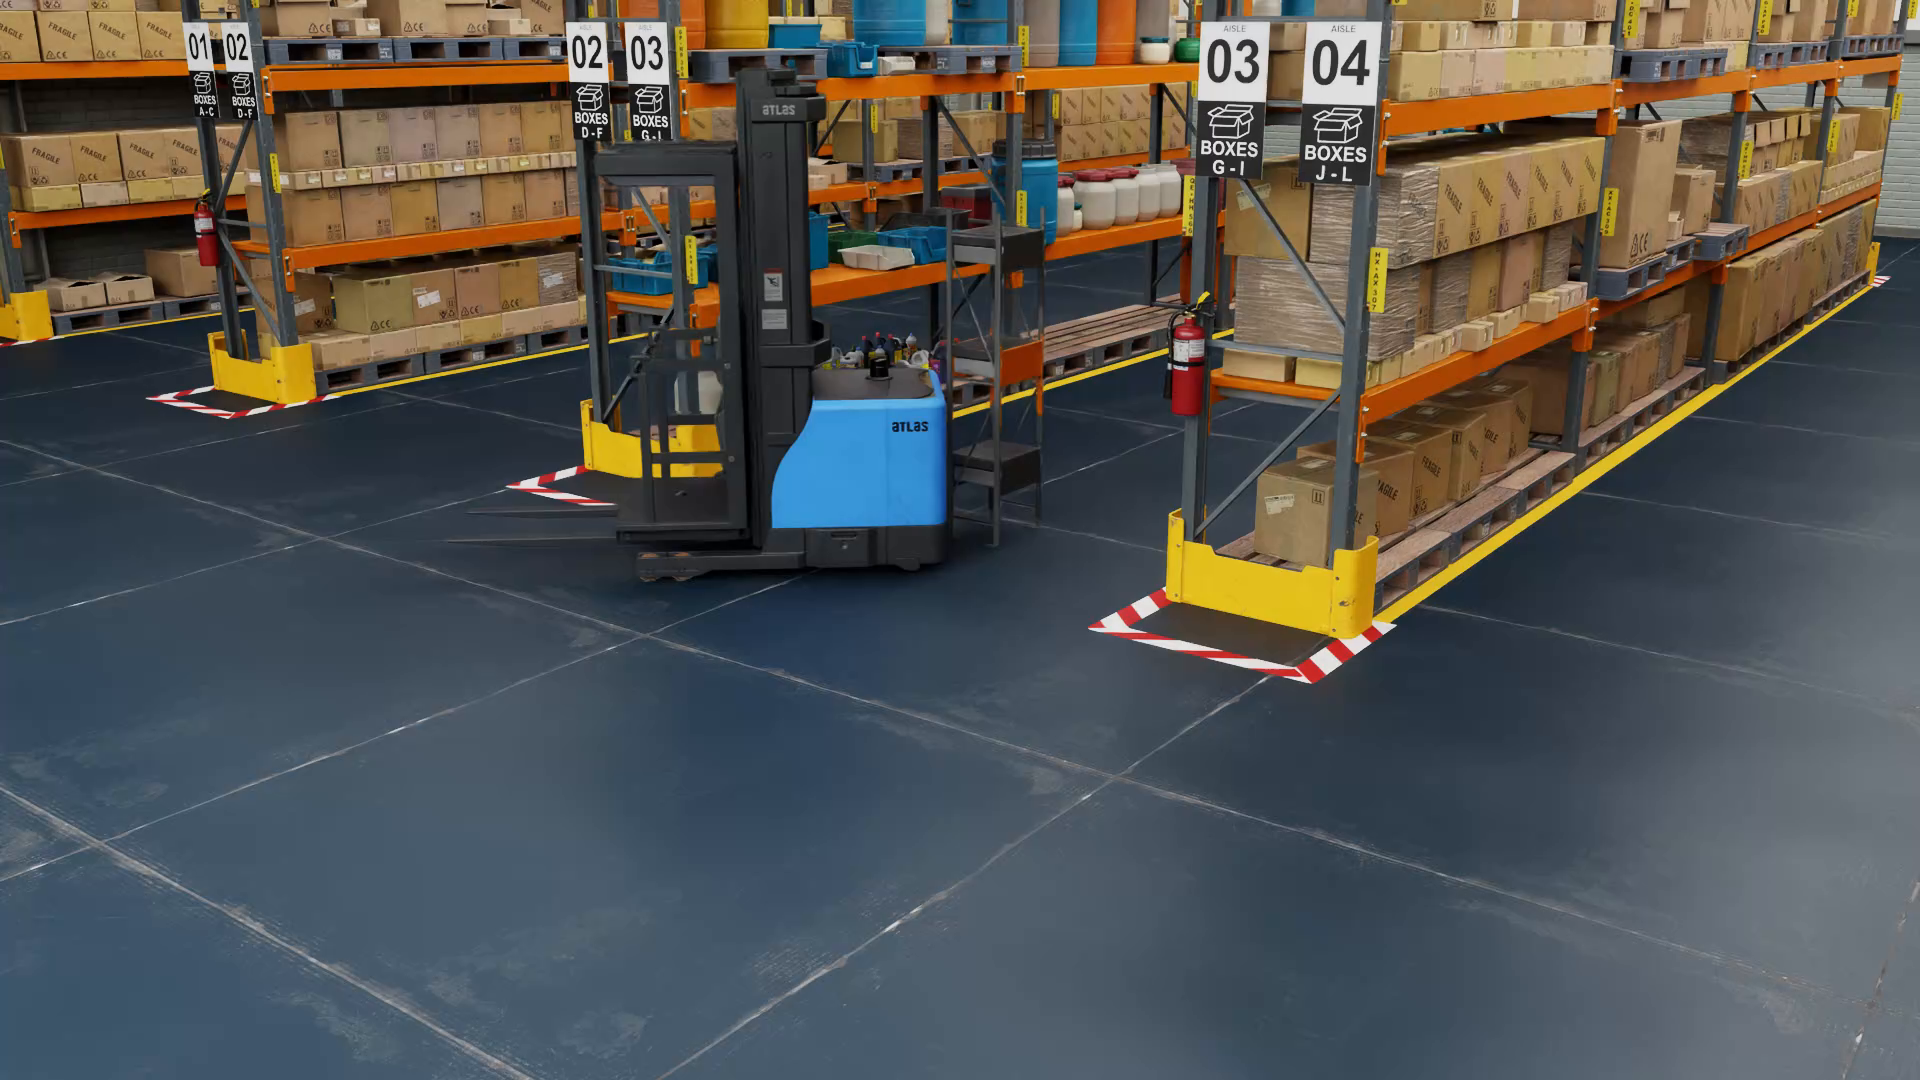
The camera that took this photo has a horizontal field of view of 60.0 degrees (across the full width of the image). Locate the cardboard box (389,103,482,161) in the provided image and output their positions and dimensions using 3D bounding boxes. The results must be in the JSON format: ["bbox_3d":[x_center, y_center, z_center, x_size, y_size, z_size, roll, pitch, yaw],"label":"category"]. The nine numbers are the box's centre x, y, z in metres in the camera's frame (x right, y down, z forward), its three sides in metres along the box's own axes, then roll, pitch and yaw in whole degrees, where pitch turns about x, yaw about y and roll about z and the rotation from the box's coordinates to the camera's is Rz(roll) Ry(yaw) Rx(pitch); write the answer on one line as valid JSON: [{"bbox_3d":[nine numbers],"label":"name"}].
[{"bbox_3d":[-5.031,-3.919,15.949,0.700,0.500,0.500,12,21,35],"label":"cardboard box"}]

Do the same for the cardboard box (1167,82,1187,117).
[{"bbox_3d":[3.231,-6.946,26.198,0.500,0.500,0.500,12,21,34],"label":"cardboard box"}]

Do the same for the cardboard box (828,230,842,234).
[{"bbox_3d":[-1.605,-3.657,20.443,0.500,0.311,0.500,13,22,36],"label":"cardboard box"}]

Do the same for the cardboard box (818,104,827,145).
[{"bbox_3d":[-2.752,-6.766,26.969,0.980,0.700,0.700,13,21,36],"label":"cardboard box"}]

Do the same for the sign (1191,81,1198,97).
[{"bbox_3d":[3.709,-7.176,26.309,0.100,0.325,0.005,12,21,35],"label":"sign"}]

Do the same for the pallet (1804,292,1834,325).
[{"bbox_3d":[9.362,-2.706,19.103,1.003,0.211,1.213,12,21,35],"label":"pallet"}]

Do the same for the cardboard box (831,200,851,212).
[{"bbox_3d":[-2.258,-5.783,27.814,0.700,0.500,0.500,12,21,34],"label":"cardboard box"}]

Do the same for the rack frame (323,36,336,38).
[{"bbox_3d":[-7.855,-7.456,19.581,1.000,3.000,0.127,12,21,35],"label":"rack frame"}]

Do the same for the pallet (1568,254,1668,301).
[{"bbox_3d":[4.651,-2.030,12.547,1.003,0.211,1.213,12,21,35],"label":"pallet"}]

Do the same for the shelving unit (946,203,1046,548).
[{"bbox_3d":[0.226,-1.047,10.573,0.431,2.100,0.503,12,21,34],"label":"shelving unit"}]

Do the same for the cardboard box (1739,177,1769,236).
[{"bbox_3d":[7.276,-3.157,15.683,0.500,0.500,0.500,12,21,33],"label":"cardboard box"}]

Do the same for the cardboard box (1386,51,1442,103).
[{"bbox_3d":[2.191,-2.443,8.747,0.500,0.250,0.500,13,22,36],"label":"cardboard box"}]

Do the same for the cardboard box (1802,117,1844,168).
[{"bbox_3d":[9.337,-4.368,18.240,0.500,0.500,0.500,12,21,35],"label":"cardboard box"}]

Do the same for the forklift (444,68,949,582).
[{"bbox_3d":[-1.610,-1.313,10.031,3.031,2.935,1.130,-1,17,-4],"label":"forklift"}]

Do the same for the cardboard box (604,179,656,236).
[{"bbox_3d":[-4.928,-4.870,24.285,0.750,0.750,0.750,12,21,34],"label":"cardboard box"}]

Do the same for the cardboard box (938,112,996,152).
[{"bbox_3d":[0.072,-5.622,22.914,0.500,0.500,0.700,-16,23,-42],"label":"cardboard box"}]

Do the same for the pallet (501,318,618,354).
[{"bbox_3d":[-4.382,-2.203,17.482,1.003,0.211,1.213,12,21,35],"label":"pallet"}]

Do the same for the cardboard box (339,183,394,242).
[{"bbox_3d":[-5.660,-3.047,15.328,0.700,0.500,0.500,13,22,36],"label":"cardboard box"}]

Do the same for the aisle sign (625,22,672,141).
[{"bbox_3d":[-2.089,-3.061,11.158,0.394,0.787,0.004,12,21,35],"label":"aisle sign"}]

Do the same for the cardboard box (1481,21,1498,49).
[{"bbox_3d":[2.848,-2.893,9.523,0.380,0.149,0.250,11,21,32],"label":"cardboard box"}]

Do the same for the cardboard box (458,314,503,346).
[{"bbox_3d":[-4.864,-2.097,16.367,0.500,0.250,0.500,12,21,35],"label":"cardboard box"}]

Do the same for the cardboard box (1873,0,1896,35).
[{"bbox_3d":[10.962,-6.419,20.253,0.700,0.500,0.500,11,20,31],"label":"cardboard box"}]

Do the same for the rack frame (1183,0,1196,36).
[{"bbox_3d":[3.276,-9.440,25.969,1.000,3.000,0.127,12,21,35],"label":"rack frame"}]

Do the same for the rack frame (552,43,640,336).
[{"bbox_3d":[-3.874,-3.717,17.655,1.000,3.000,0.127,12,21,35],"label":"rack frame"}]

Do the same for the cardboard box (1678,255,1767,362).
[{"bbox_3d":[6.890,-2.265,15.853,1.225,0.875,0.875,11,21,32],"label":"cardboard box"}]

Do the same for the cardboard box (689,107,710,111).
[{"bbox_3d":[-4.081,-6.535,24.761,0.500,0.250,0.500,12,21,34],"label":"cardboard box"}]

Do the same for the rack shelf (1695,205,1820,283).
[{"bbox_3d":[7.654,-3.051,16.724,1.077,0.370,4.000,12,21,35],"label":"rack shelf"}]

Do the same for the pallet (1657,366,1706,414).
[{"bbox_3d":[5.996,-1.401,14.898,1.003,0.211,1.213,12,21,35],"label":"pallet"}]

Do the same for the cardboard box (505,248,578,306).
[{"bbox_3d":[-4.282,-2.696,17.032,0.500,0.500,0.500,12,21,35],"label":"cardboard box"}]

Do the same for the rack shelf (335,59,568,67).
[{"bbox_3d":[-6.663,-6.157,21.667,1.077,0.370,4.000,12,21,35],"label":"rack shelf"}]

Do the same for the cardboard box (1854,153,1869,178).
[{"bbox_3d":[10.548,-4.490,19.895,0.500,0.250,0.500,12,21,33],"label":"cardboard box"}]

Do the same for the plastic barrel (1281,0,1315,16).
[{"bbox_3d":[3.974,-6.185,18.992,0.600,0.901,0.708,12,21,35],"label":"plastic barrel"}]

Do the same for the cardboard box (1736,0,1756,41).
[{"bbox_3d":[6.379,-4.479,14.041,0.500,0.500,0.500,13,22,36],"label":"cardboard box"}]

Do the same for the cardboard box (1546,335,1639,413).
[{"bbox_3d":[5.095,-1.368,13.564,0.700,0.500,0.500,10,20,30],"label":"cardboard box"}]

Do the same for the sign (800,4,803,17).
[{"bbox_3d":[-1.926,-6.445,20.512,0.100,0.325,0.005,12,21,35],"label":"sign"}]

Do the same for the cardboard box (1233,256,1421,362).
[{"bbox_3d":[2.046,-1.329,9.294,0.875,0.500,0.500,12,21,35],"label":"cardboard box"}]

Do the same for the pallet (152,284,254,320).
[{"bbox_3d":[-8.953,-2.802,19.409,1.003,0.211,1.213,12,21,35],"label":"pallet"}]

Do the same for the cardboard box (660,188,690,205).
[{"bbox_3d":[-3.182,-3.772,18.255,0.380,0.149,0.250,12,21,35],"label":"cardboard box"}]

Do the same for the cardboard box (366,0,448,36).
[{"bbox_3d":[-5.049,-4.859,15.162,0.500,0.500,0.500,12,21,35],"label":"cardboard box"}]

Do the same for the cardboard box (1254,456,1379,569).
[{"bbox_3d":[2.081,-0.165,9.725,0.500,0.500,0.500,-15,23,-40],"label":"cardboard box"}]

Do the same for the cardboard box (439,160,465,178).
[{"bbox_3d":[-4.934,-3.543,15.833,0.380,0.149,0.250,13,21,35],"label":"cardboard box"}]

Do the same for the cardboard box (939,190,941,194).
[{"bbox_3d":[-0.187,-4.686,22.986,0.500,0.250,0.500,12,21,35],"label":"cardboard box"}]

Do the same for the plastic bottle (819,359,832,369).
[{"bbox_3d":[-1.189,-1.476,14.165,0.144,0.351,0.185,13,22,37],"label":"plastic bottle"}]

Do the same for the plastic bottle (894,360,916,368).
[{"bbox_3d":[-0.458,-1.385,13.997,0.152,0.276,0.135,13,21,36],"label":"plastic bottle"}]

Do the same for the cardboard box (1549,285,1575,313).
[{"bbox_3d":[4.031,-1.684,11.534,0.380,0.149,0.250,12,21,35],"label":"cardboard box"}]

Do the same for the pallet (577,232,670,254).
[{"bbox_3d":[-4.941,-4.387,24.514,1.003,0.211,1.213,12,21,35],"label":"pallet"}]

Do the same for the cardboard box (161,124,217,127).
[{"bbox_3d":[-8.915,-4.572,19.364,0.500,0.500,0.500,13,22,36],"label":"cardboard box"}]

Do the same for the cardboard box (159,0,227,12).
[{"bbox_3d":[-8.557,-6.133,18.488,0.500,0.500,0.500,12,21,33],"label":"cardboard box"}]

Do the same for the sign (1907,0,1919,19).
[{"bbox_3d":[11.657,-6.542,20.335,0.100,0.325,0.005,12,21,35],"label":"sign"}]

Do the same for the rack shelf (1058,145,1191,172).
[{"bbox_3d":[2.084,-5.755,25.431,1.077,0.370,4.000,12,21,35],"label":"rack shelf"}]

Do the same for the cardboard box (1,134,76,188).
[{"bbox_3d":[-9.712,-3.995,17.506,0.500,0.500,0.500,12,21,35],"label":"cardboard box"}]

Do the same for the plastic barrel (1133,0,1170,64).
[{"bbox_3d":[1.821,-5.308,16.876,0.600,0.901,0.600,0,17,0],"label":"plastic barrel"}]

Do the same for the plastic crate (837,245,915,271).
[{"bbox_3d":[-0.663,-2.283,13.483,0.530,0.136,0.437,12,21,35],"label":"plastic crate"}]

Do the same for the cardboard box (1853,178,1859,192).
[{"bbox_3d":[10.371,-4.197,19.623,0.380,0.149,0.250,13,21,36],"label":"cardboard box"}]

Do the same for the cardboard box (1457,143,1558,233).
[{"bbox_3d":[3.437,-2.239,10.539,0.500,0.500,0.500,12,21,35],"label":"cardboard box"}]

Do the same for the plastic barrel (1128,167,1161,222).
[{"bbox_3d":[1.792,-3.464,16.651,0.421,0.512,0.421,0,17,0],"label":"plastic barrel"}]

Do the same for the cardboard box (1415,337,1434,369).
[{"bbox_3d":[2.515,-1.095,9.635,0.380,0.149,0.250,12,21,35],"label":"cardboard box"}]
